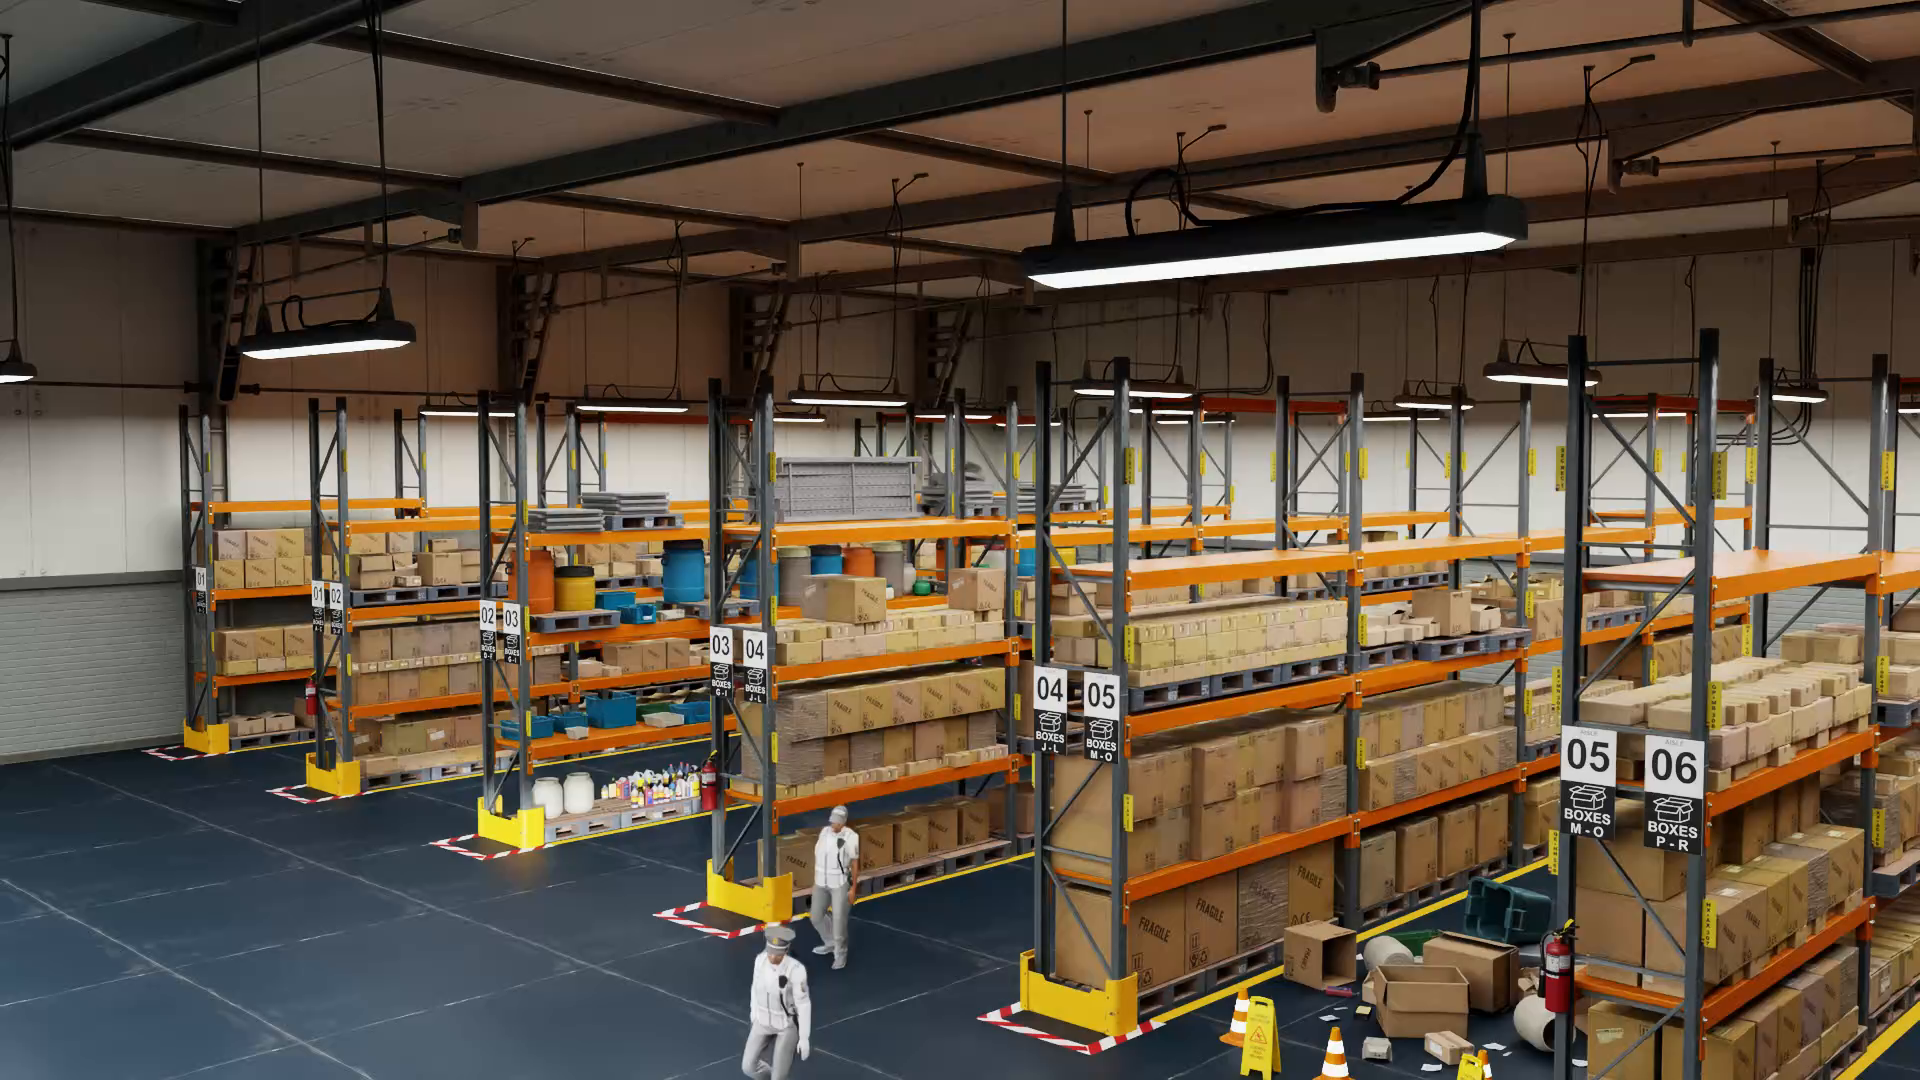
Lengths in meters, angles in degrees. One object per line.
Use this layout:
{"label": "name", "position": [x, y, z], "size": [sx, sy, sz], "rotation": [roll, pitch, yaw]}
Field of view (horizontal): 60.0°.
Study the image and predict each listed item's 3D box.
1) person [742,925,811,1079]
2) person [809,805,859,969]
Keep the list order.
{"label": "person", "position": [-1.386, 3.699, 12.722], "size": [0.736, 1.575, 0.631], "rotation": [1, 3, 26]}
{"label": "person", "position": [-1.274, 3.461, 16.752], "size": [0.618, 1.644, 0.512], "rotation": [1, 3, 26]}
